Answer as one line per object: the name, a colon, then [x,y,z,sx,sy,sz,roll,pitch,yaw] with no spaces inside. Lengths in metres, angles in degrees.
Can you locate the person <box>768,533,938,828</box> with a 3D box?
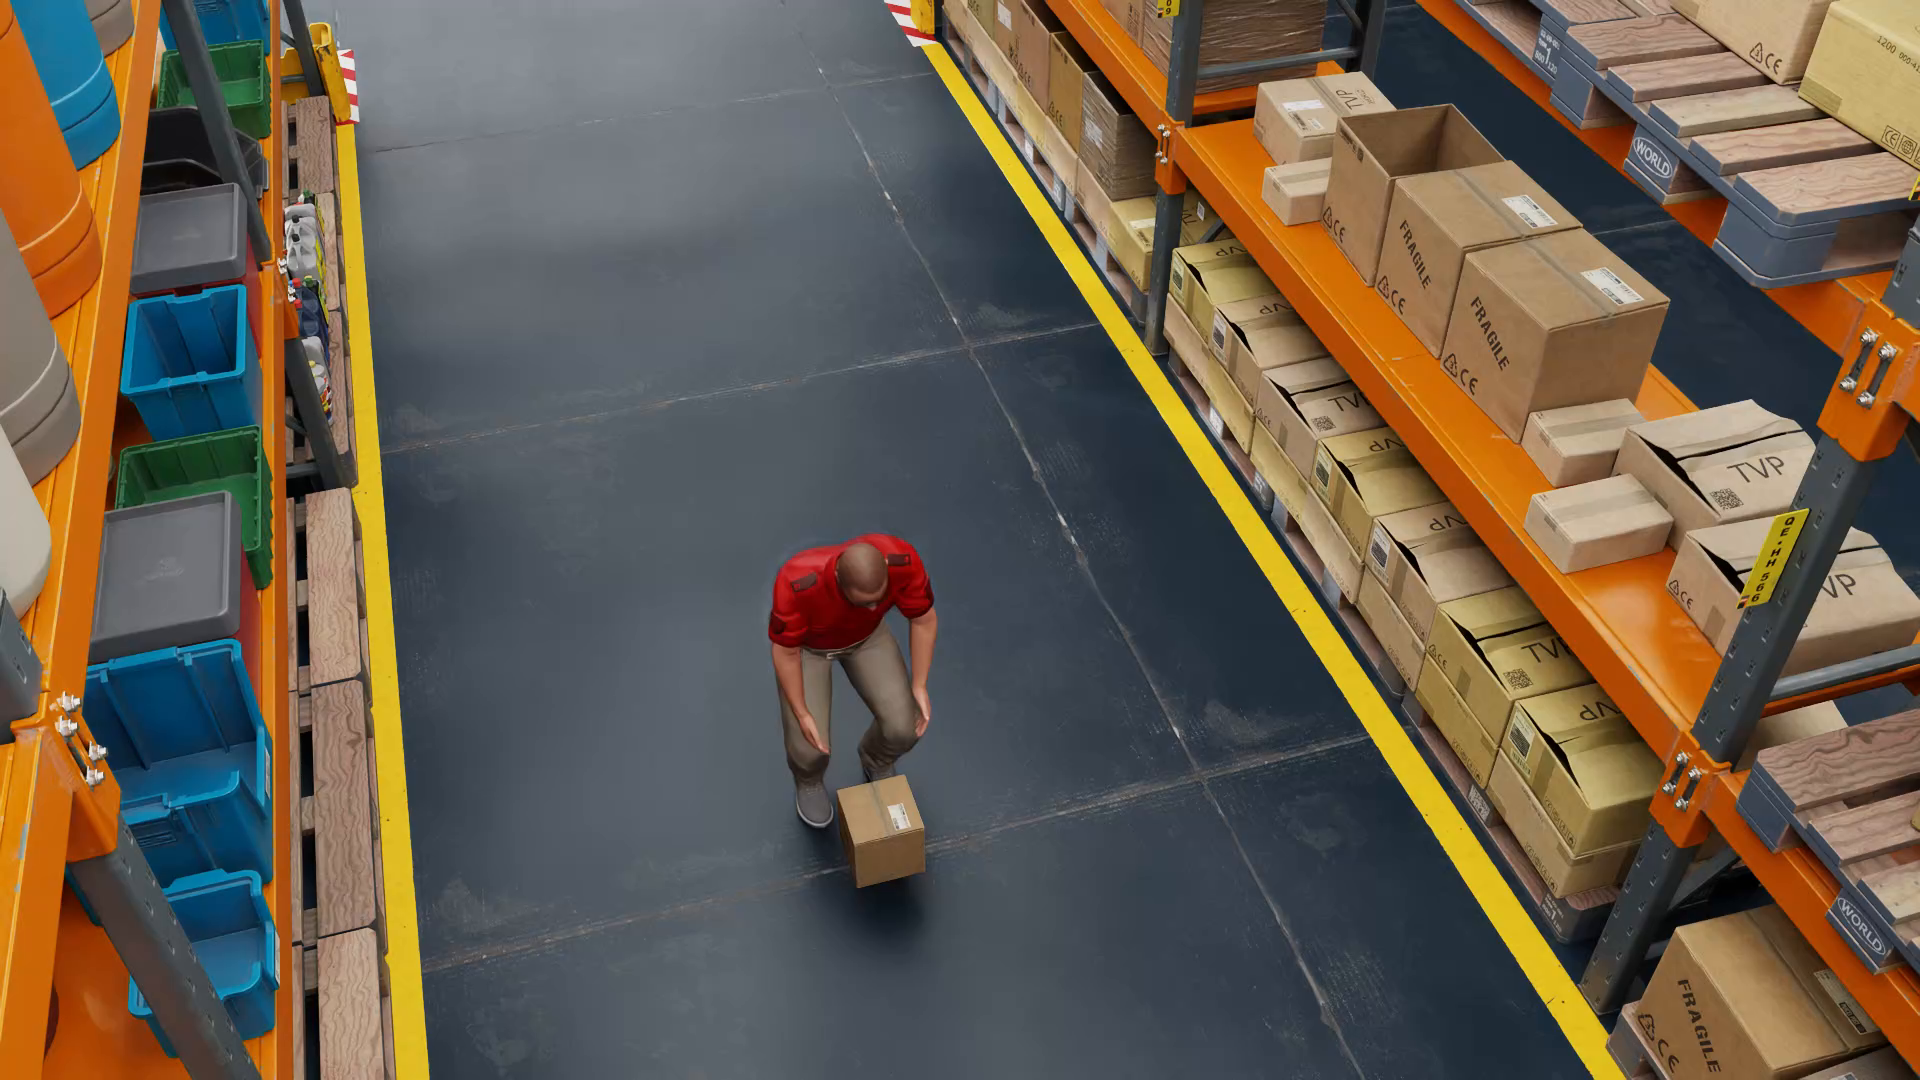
person: [-0.385,0.431,5.902,0.589,1.460,0.666,-12,43,-13]
